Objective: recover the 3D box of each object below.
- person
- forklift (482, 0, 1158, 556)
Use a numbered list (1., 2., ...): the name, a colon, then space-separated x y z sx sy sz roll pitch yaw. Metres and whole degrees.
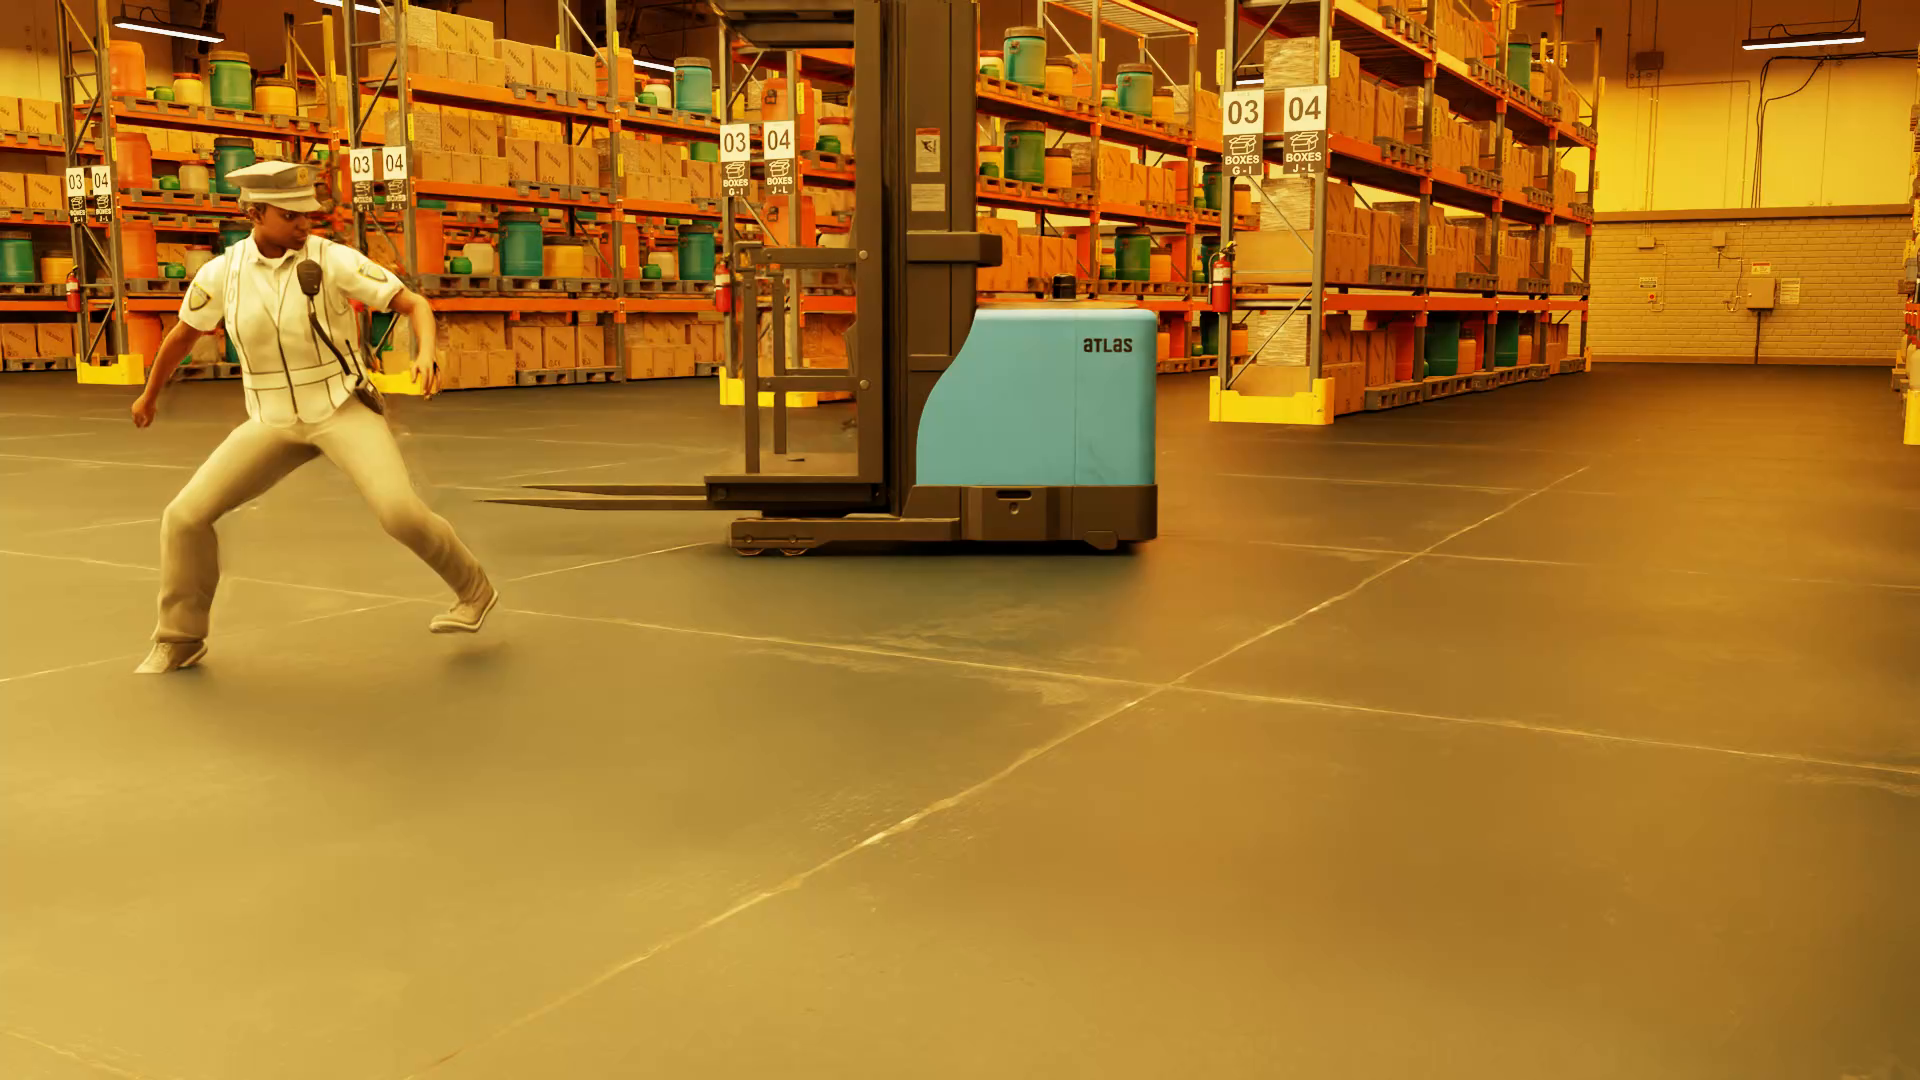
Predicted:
1. person: -2.041 -0.336 5.042 1.106 1.577 0.510 0 8 1
2. forklift: -0.635 -1.453 7.624 3.031 2.935 1.130 0 8 1
